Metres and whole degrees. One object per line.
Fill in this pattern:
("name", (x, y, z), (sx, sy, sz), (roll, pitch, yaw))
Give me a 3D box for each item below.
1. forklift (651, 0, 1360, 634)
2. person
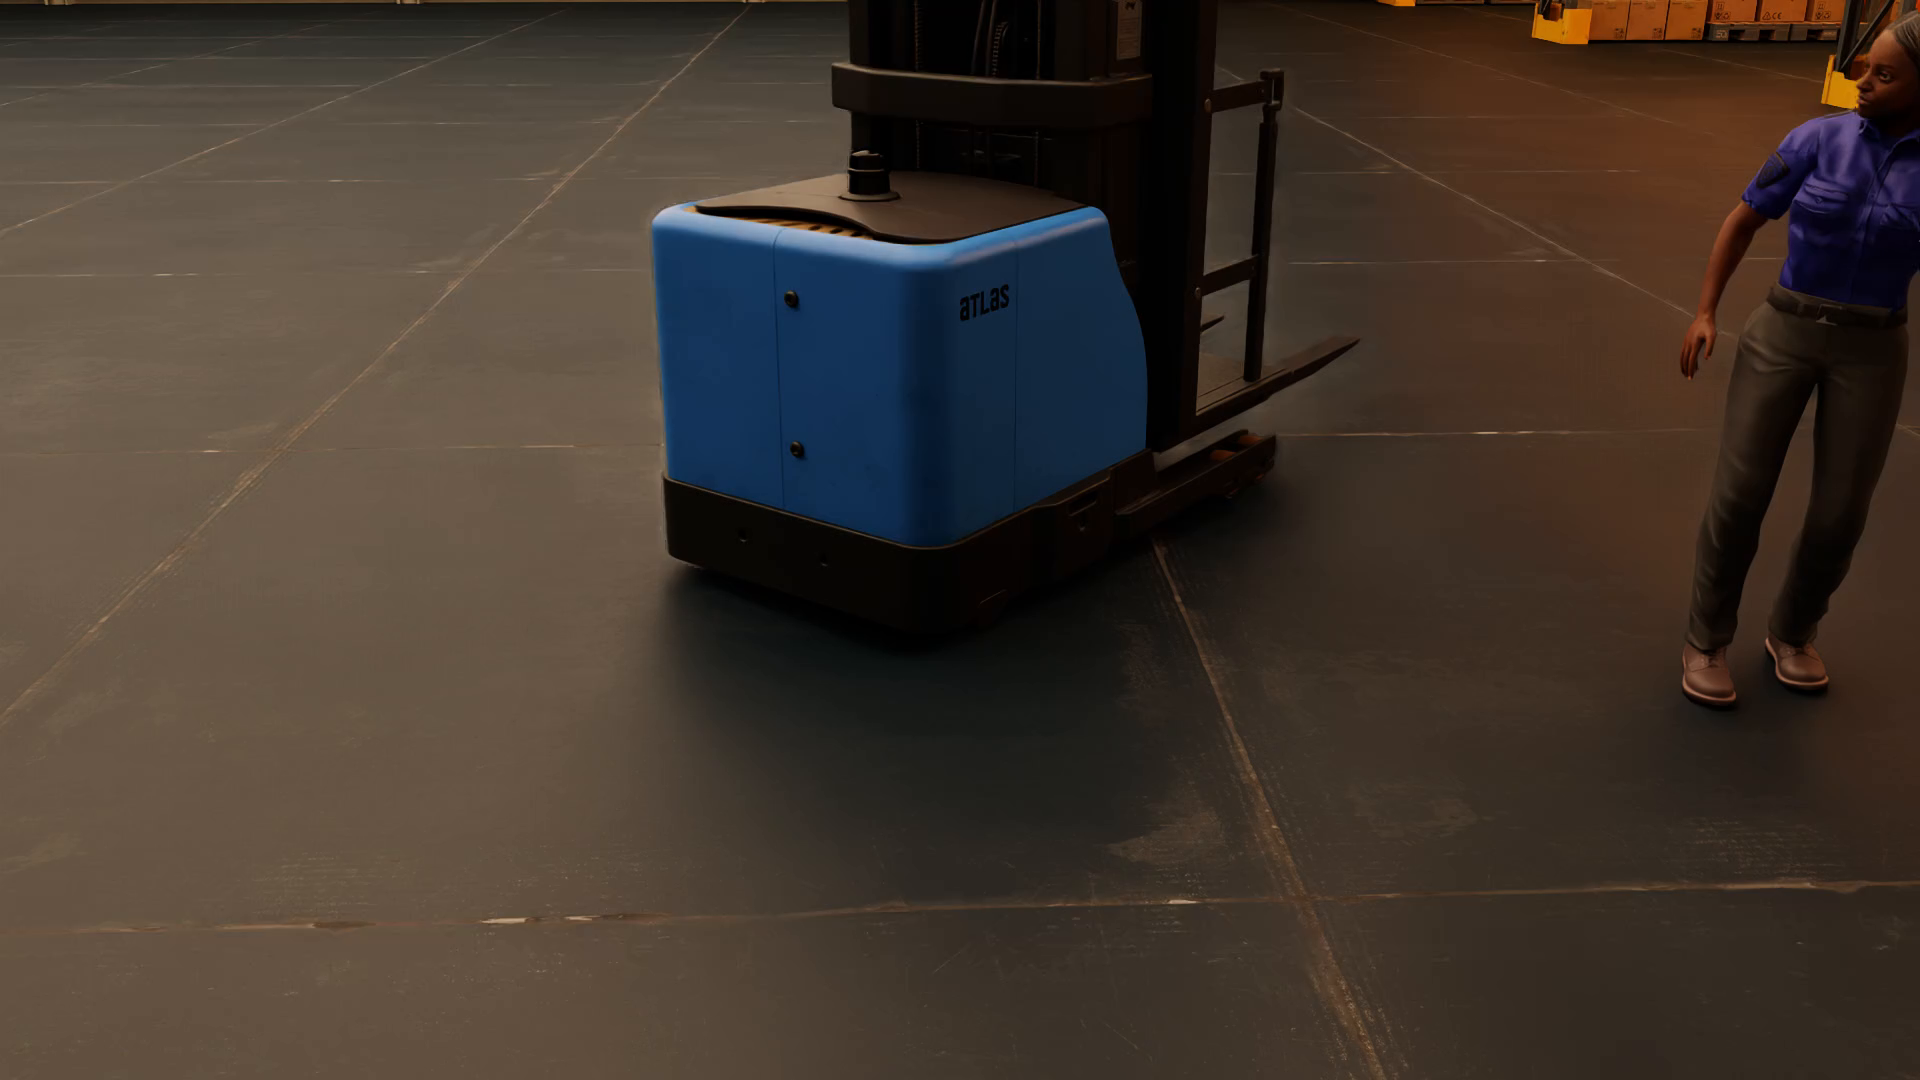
("forklift", (0.420, -1.594, 5.221), (1.130, 2.935, 3.031), (15, 26, 34))
("person", (2.067, -0.403, 3.956), (0.658, 1.644, 0.474), (9, 23, 22))
